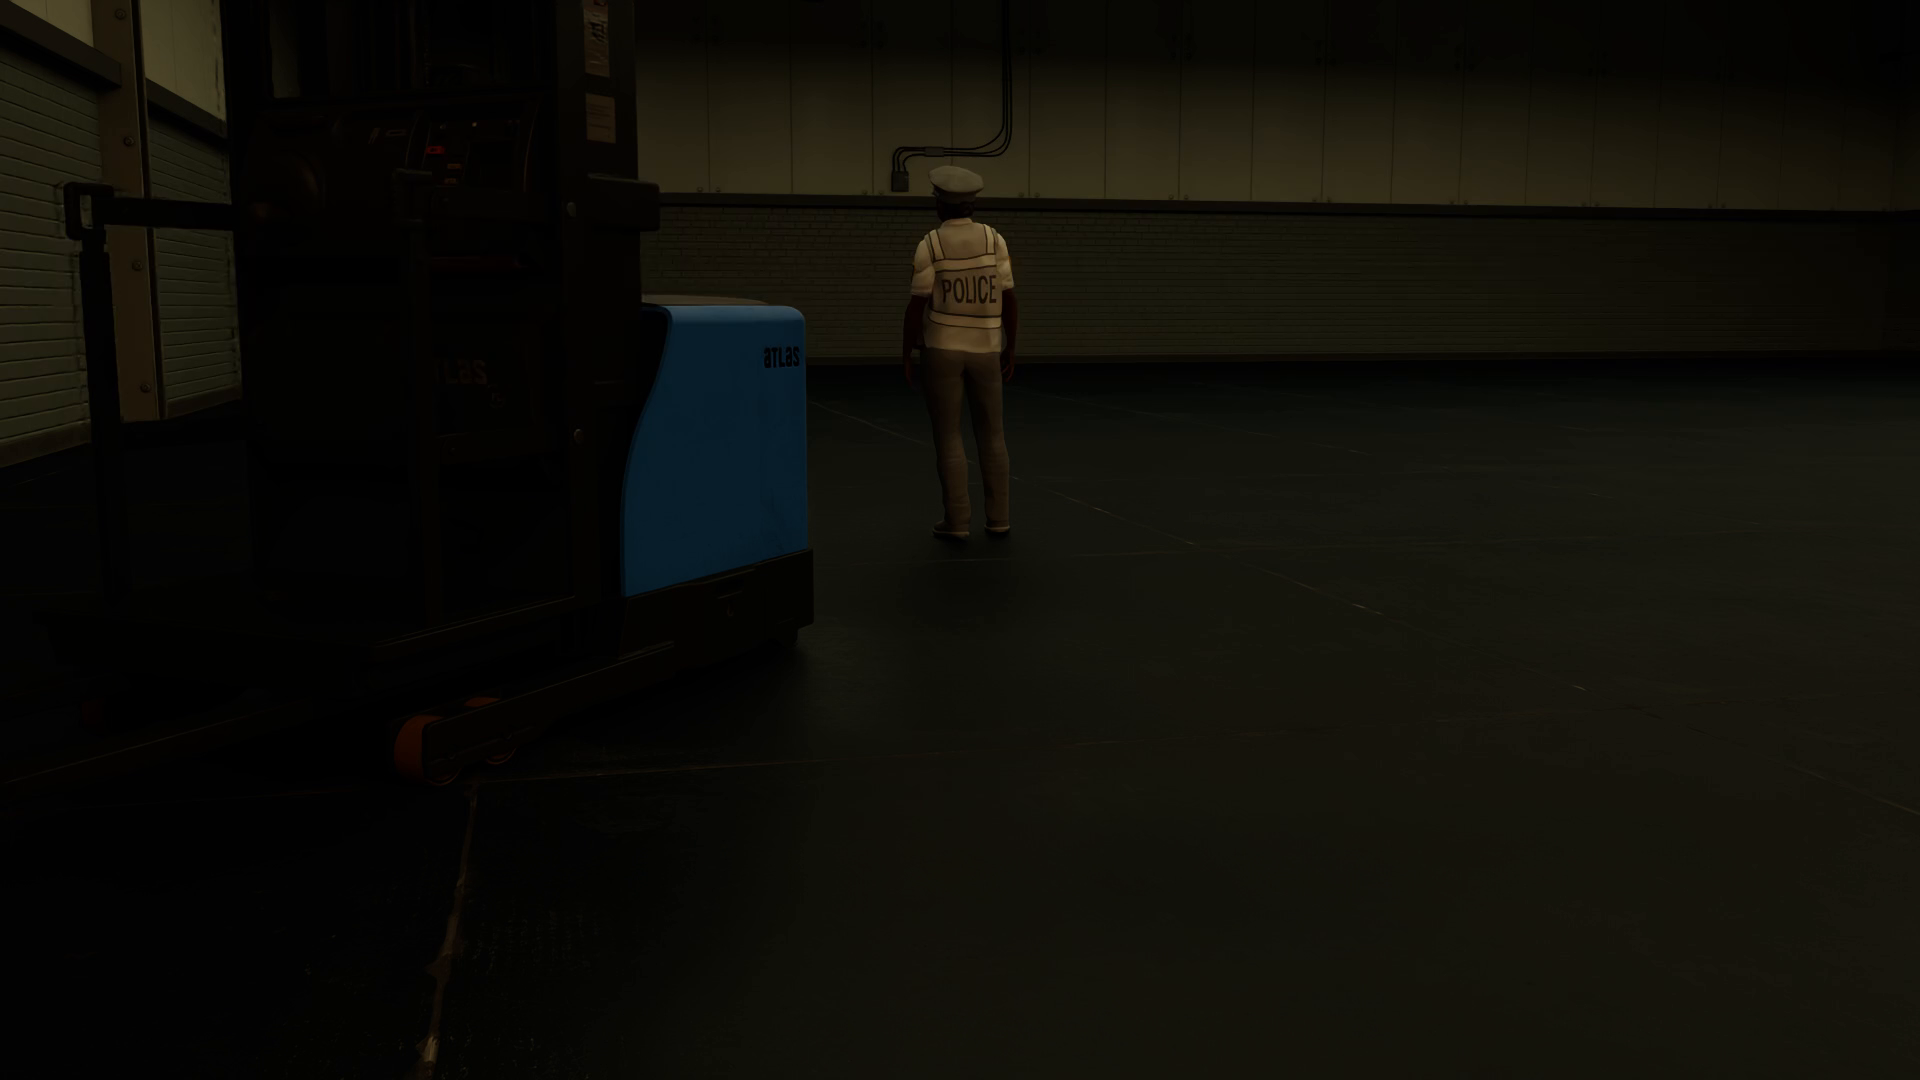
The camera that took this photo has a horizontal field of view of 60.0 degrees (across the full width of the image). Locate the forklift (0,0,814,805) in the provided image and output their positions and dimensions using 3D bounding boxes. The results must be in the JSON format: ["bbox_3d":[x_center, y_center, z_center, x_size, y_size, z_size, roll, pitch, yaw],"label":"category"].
[{"bbox_3d":[-1.532,-0.963,4.014,1.130,2.935,3.031,4,9,24],"label":"forklift"}]

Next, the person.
[{"bbox_3d":[0.002,-0.856,7.665,0.569,1.692,0.530,-2,8,-13],"label":"person"}]
